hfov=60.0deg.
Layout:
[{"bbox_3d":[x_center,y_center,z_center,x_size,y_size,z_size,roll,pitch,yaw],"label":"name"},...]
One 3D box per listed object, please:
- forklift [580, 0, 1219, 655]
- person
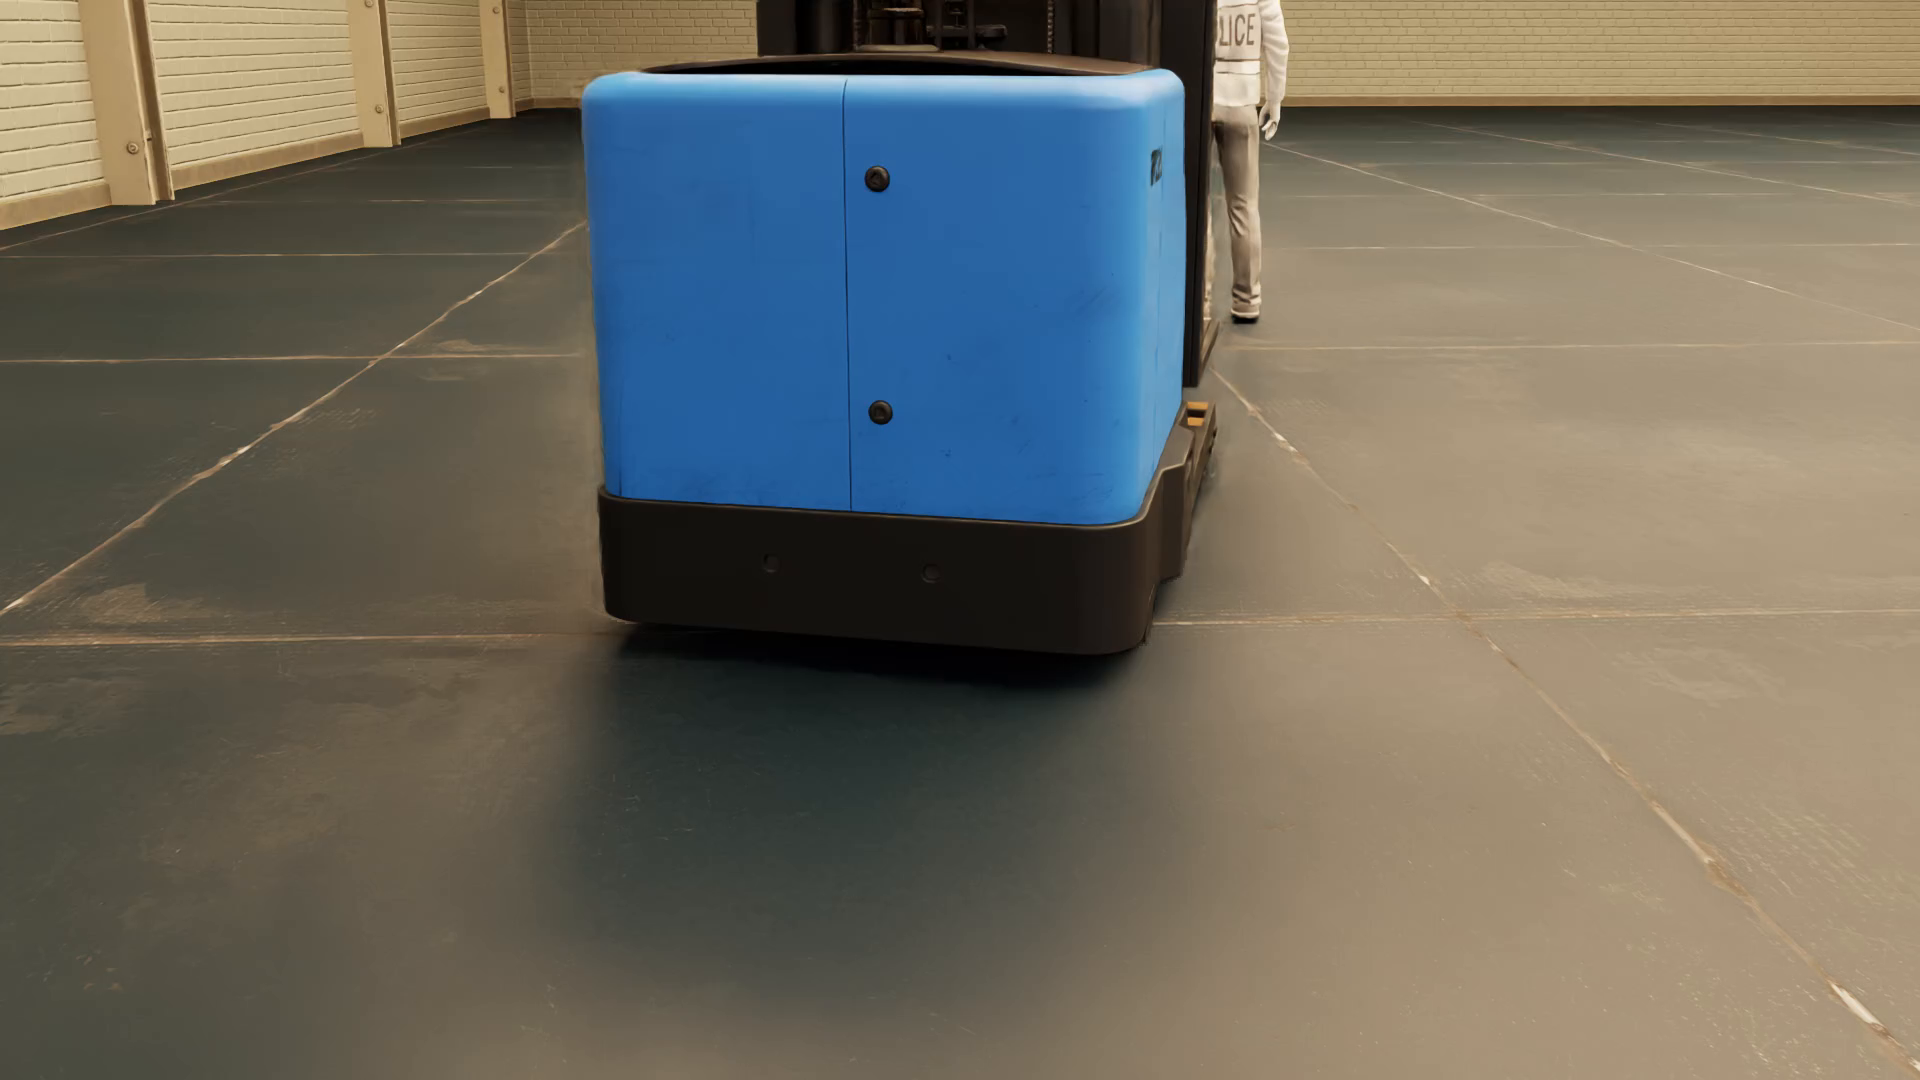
[{"bbox_3d":[0.110,-1.584,4.086,1.130,2.935,3.031,3,17,11],"label":"forklift"},{"bbox_3d":[0.990,-1.706,6.590,0.575,1.702,0.514,-1,17,-4],"label":"person"}]
